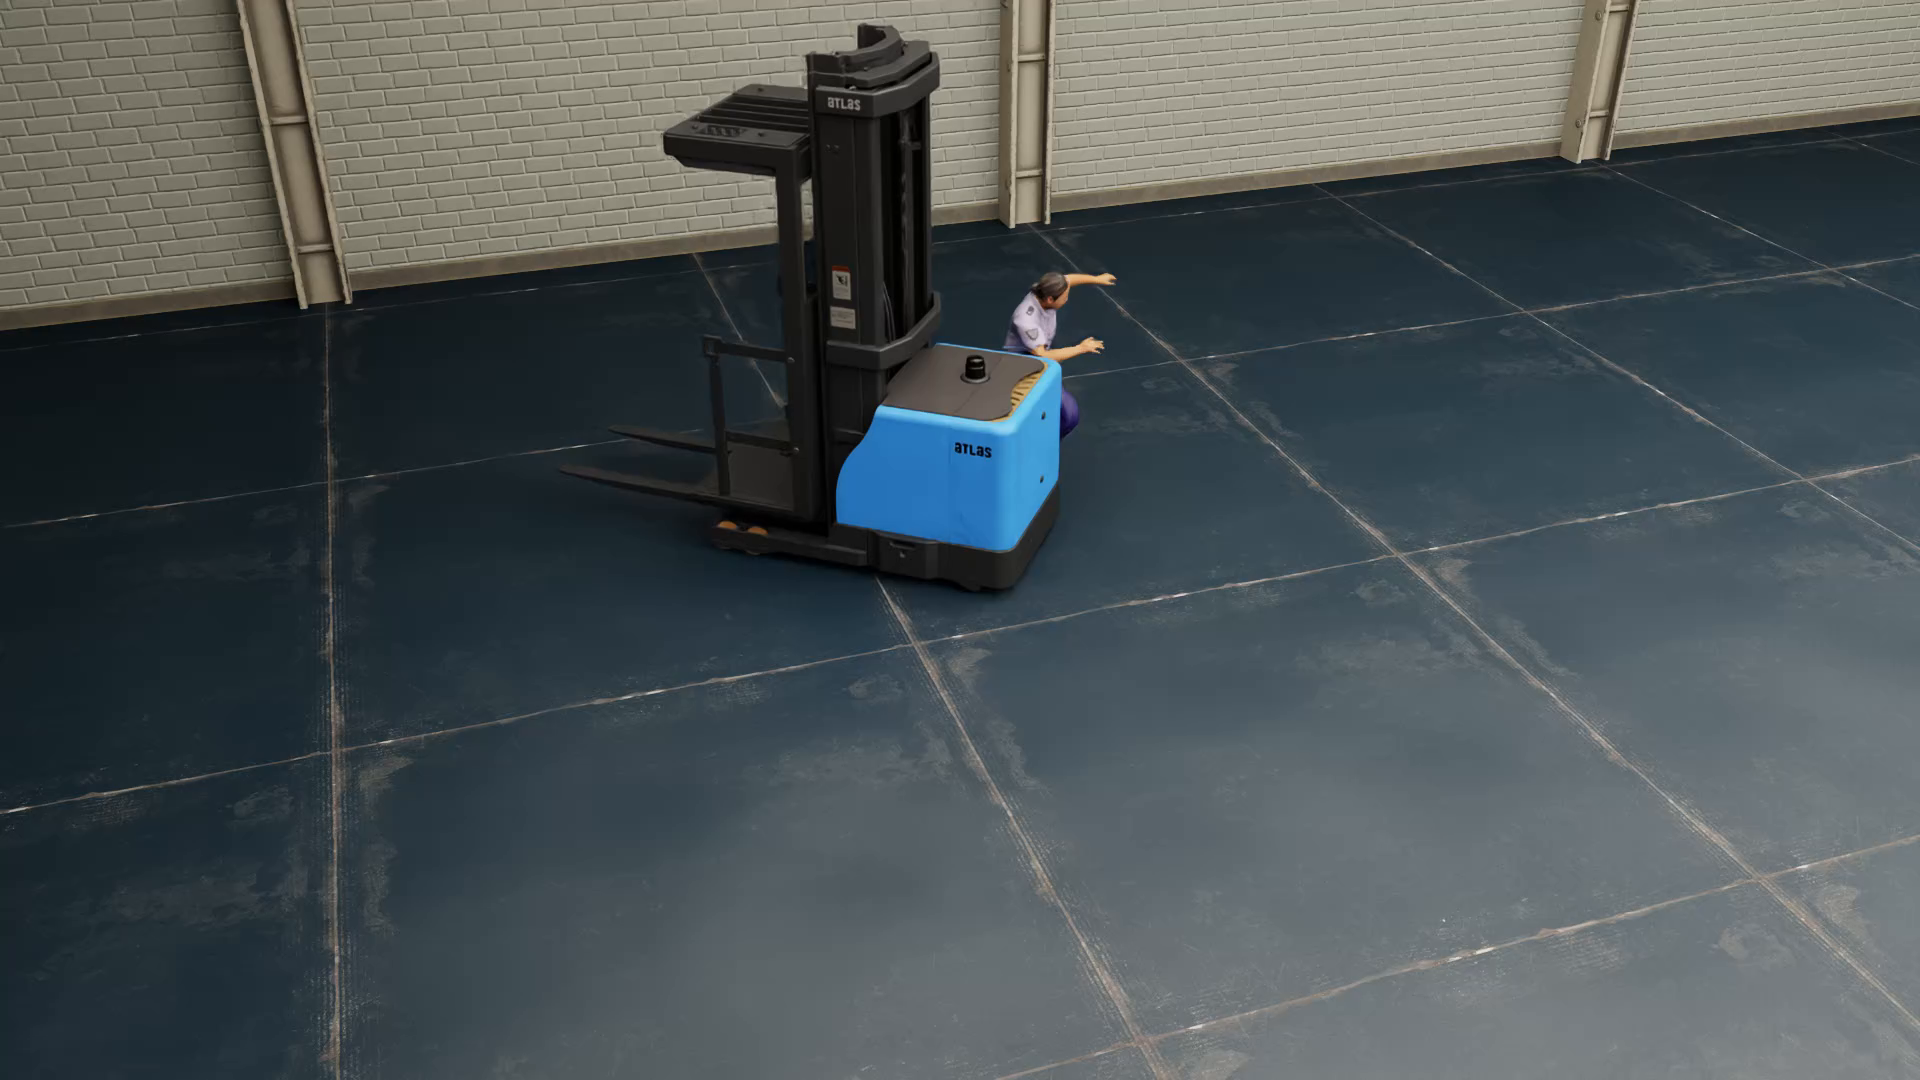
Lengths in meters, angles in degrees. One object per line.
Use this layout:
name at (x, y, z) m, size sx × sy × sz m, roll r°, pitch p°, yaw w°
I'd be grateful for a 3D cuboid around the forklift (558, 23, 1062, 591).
forklift at (-0.965, -1.418, 9.551) m, size 3.031 × 2.935 × 1.130 m, roll 10°, pitch 31°, yaw 17°

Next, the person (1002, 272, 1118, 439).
person at (0.568, -1.031, 10.456) m, size 0.760 × 1.377 × 1.526 m, roll 13°, pitch 33°, yaw 22°
